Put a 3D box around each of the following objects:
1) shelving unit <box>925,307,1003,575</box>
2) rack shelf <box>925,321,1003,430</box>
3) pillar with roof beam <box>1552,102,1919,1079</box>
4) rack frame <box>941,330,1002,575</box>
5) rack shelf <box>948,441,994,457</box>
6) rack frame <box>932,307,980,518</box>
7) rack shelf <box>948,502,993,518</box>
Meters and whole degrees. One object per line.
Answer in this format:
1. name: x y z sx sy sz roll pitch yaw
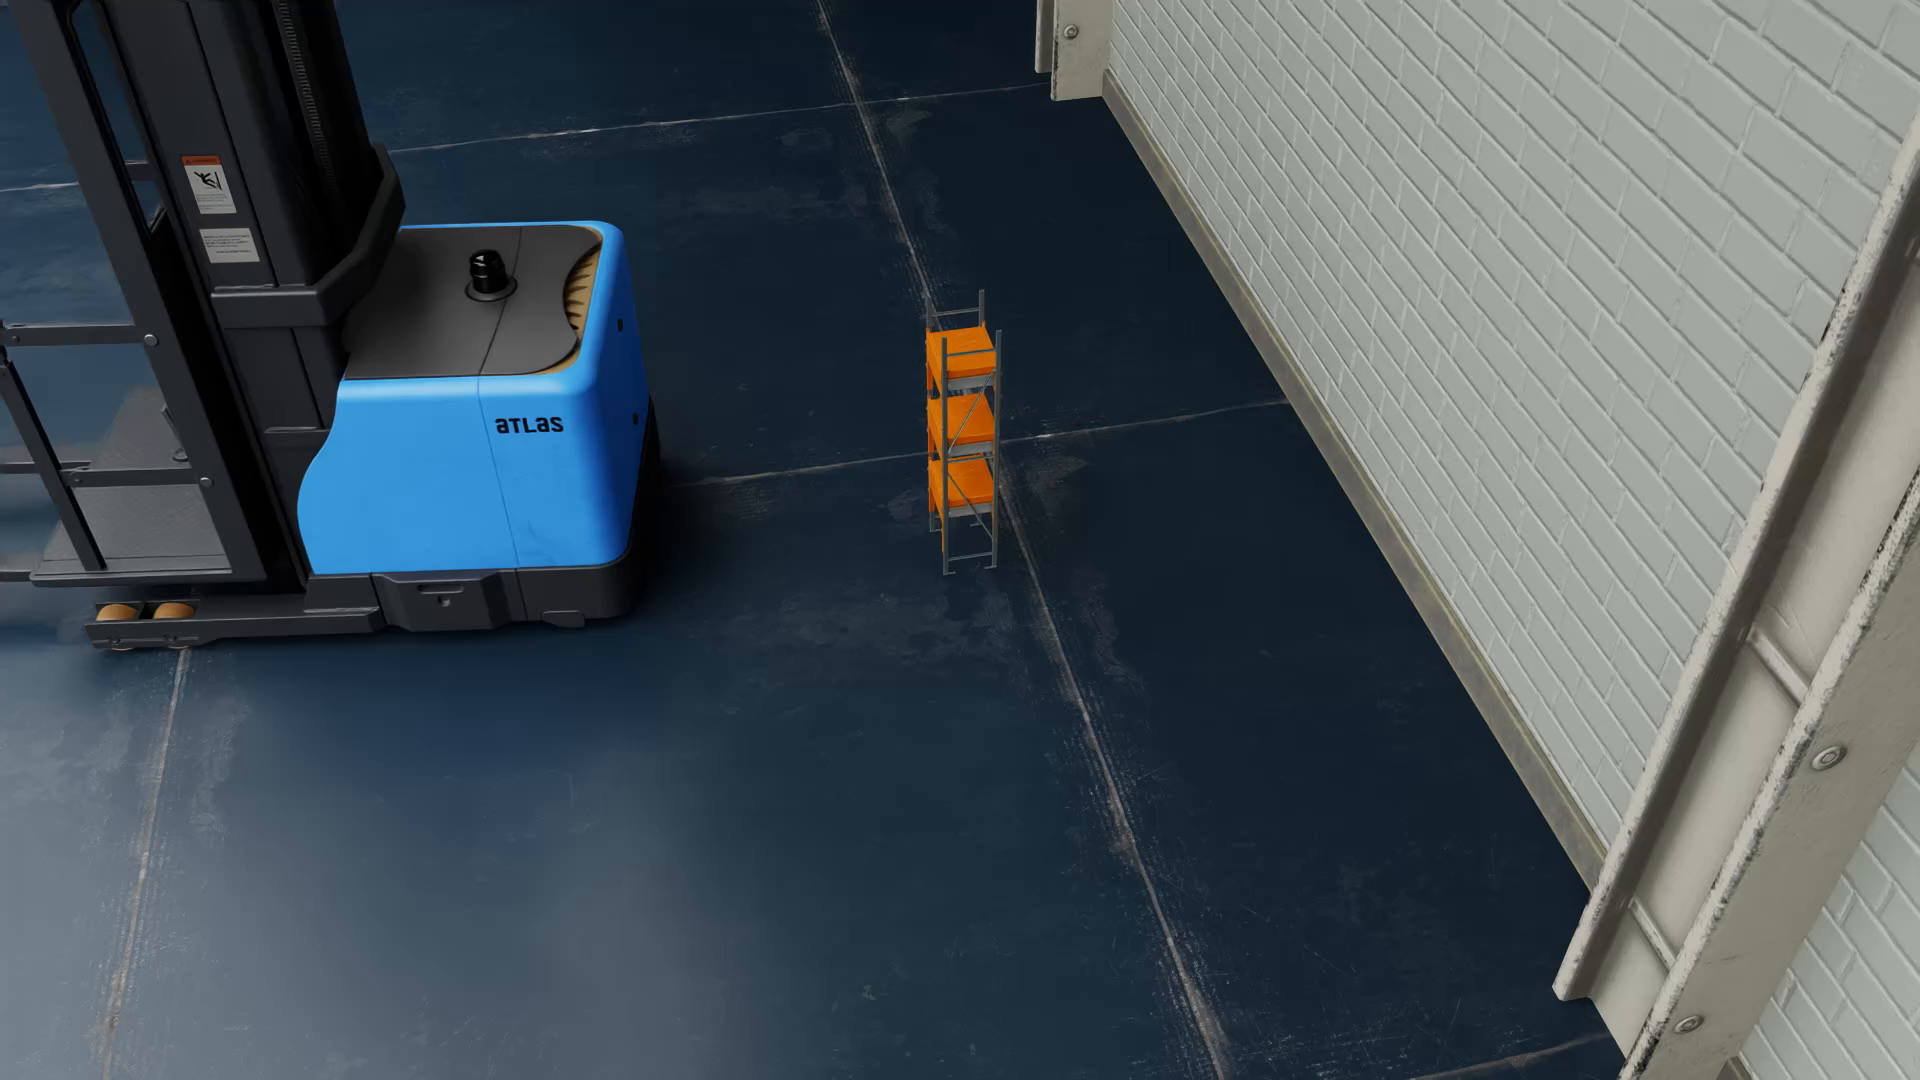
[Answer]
1. shelving unit: 0.012 -0.357 5.862 0.215 1.050 0.249 -8 42 -9
2. rack shelf: 0.012 -0.562 5.681 0.215 0.259 0.240 -8 42 -9
3. pillar with roof beam: -2.303 -1.358 1.002 9.100 9.000 0.400 -8 42 -9
4. rack frame: 0.038 -0.279 5.773 0.200 1.050 0.008 -8 42 -9
5. rack shelf: 0.012 -0.387 5.836 0.166 0.050 0.221 -8 42 -9
6. rack frame: -0.015 -0.437 5.951 0.190 0.915 0.003 -8 42 -9
7. rack shelf: 0.012 -0.180 6.021 0.166 0.050 0.221 -8 42 -9
